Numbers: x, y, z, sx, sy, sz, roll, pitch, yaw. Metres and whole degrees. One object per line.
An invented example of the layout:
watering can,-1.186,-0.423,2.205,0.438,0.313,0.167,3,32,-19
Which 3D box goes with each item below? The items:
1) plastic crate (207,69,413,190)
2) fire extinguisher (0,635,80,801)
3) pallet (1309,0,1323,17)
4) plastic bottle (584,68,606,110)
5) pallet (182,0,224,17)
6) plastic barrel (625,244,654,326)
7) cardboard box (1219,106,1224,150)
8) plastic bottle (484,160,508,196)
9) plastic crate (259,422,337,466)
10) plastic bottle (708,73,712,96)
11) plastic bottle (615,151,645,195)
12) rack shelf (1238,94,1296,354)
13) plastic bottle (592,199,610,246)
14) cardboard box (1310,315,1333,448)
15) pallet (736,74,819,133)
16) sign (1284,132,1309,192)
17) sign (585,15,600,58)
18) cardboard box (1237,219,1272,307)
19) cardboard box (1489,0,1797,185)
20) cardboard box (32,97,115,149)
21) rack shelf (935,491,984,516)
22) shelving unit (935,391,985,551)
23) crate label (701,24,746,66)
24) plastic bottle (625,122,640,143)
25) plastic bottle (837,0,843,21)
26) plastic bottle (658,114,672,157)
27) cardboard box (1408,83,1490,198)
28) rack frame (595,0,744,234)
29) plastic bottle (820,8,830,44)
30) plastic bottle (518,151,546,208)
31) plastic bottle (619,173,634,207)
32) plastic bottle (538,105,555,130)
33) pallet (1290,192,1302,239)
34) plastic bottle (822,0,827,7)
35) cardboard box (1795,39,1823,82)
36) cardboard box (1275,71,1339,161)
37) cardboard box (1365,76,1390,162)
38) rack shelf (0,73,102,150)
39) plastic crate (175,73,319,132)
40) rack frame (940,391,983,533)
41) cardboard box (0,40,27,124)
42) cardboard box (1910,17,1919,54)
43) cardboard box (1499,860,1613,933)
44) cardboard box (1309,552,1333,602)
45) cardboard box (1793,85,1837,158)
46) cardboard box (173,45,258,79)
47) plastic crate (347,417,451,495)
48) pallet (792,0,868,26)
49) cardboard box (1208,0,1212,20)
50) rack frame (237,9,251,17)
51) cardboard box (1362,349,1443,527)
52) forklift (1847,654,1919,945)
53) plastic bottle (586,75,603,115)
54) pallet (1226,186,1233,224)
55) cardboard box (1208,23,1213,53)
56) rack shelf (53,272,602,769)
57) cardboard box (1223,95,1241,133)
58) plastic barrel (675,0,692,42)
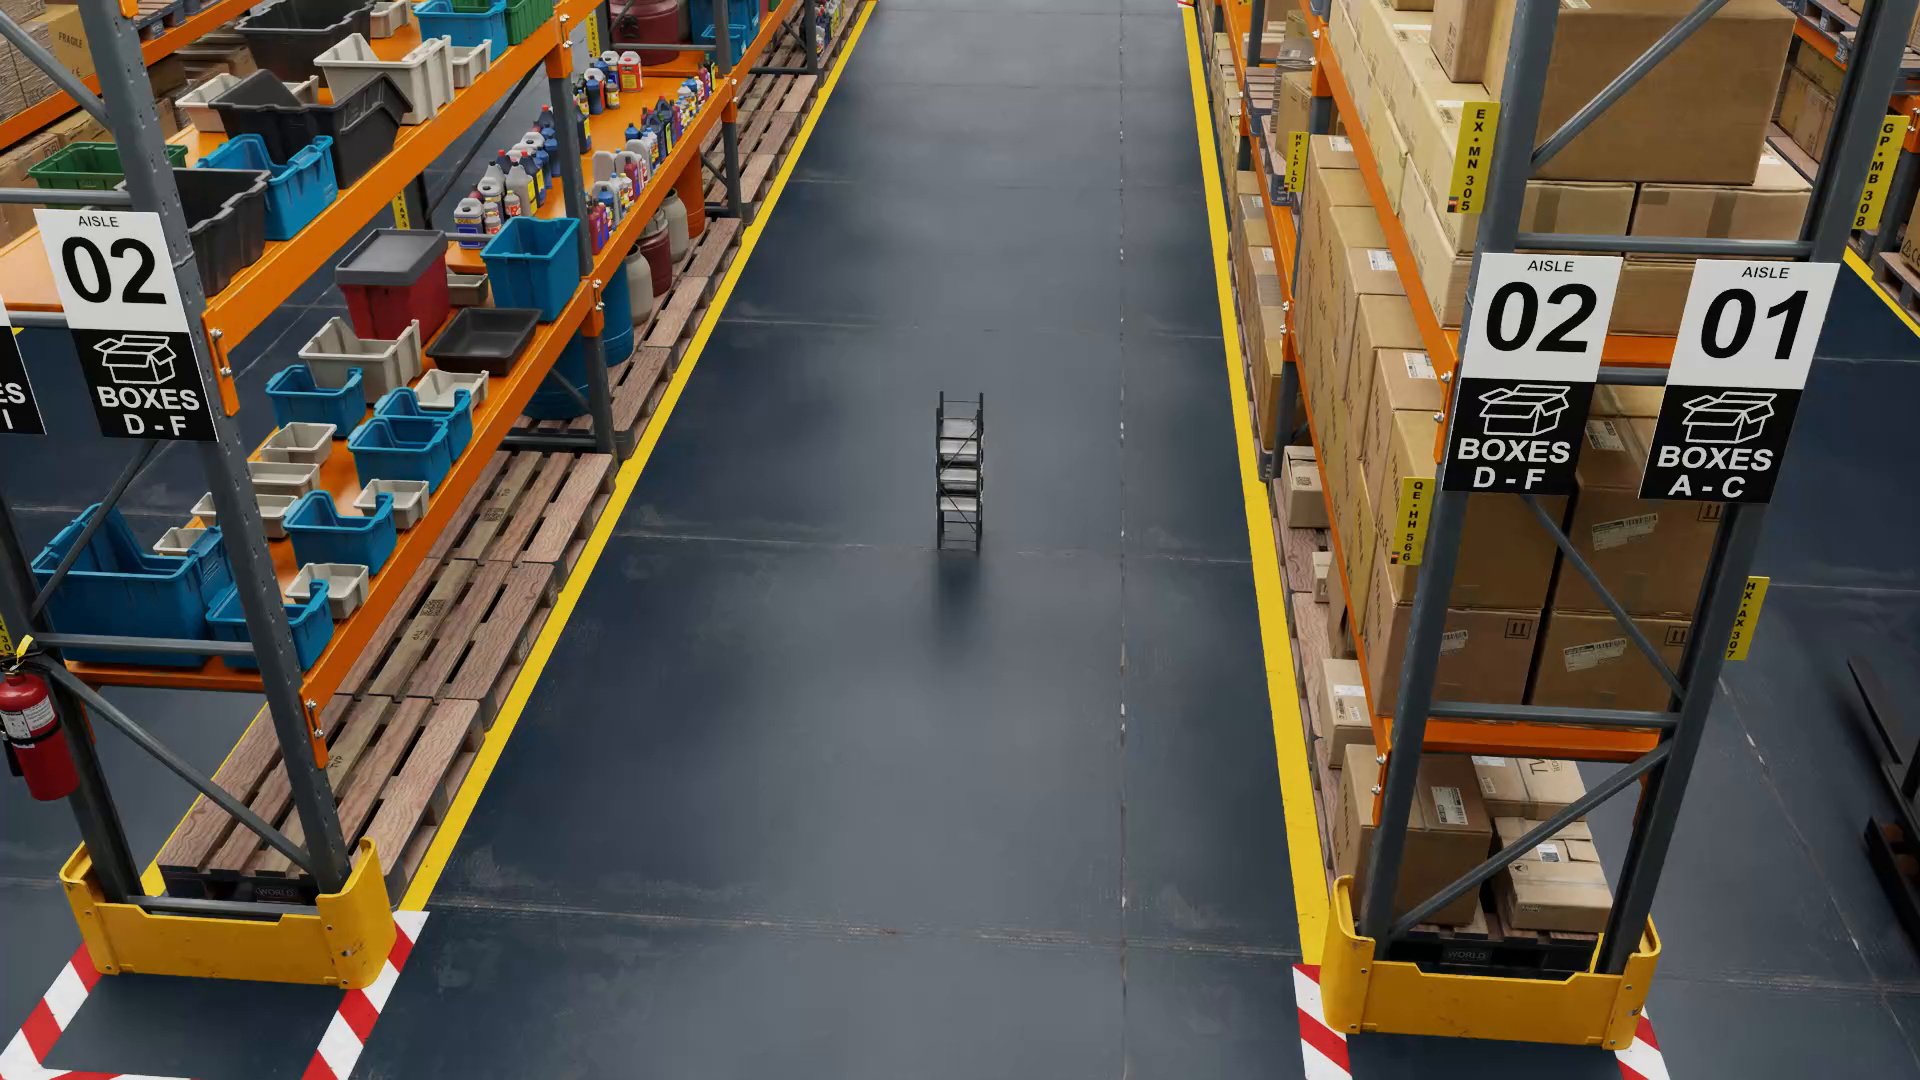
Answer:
plastic crate,-2.528,-1.648,6.546,0.504,0.338,0.767,2,32,4
fire extinguisher,-3.391,0.641,6.061,0.296,0.674,0.183,2,32,4
pallet,2.459,-3.024,8.898,1.213,0.211,1.003,2,32,4
plastic bottle,-2.670,-3.287,12.123,0.152,0.276,0.135,2,32,4
pallet,-7.091,-4.961,14.903,1.003,0.211,1.213,2,32,4
plastic barrel,-2.347,-1.767,11.510,0.421,0.512,0.421,0,32,0
cardboard box,2.583,-3.676,14.856,0.500,0.250,0.500,3,32,5
plastic bottle,-2.852,-2.176,10.249,0.144,0.351,0.185,2,32,4
plastic crate,-2.998,-0.411,7.533,0.298,0.136,0.250,2,32,4
plastic bottle,-1.910,-3.420,12.410,0.097,0.201,0.097,0,32,0
plastic bottle,-2.108,-2.359,10.618,0.152,0.276,0.135,2,32,4
rack shelf,2.499,-2.228,10.973,1.077,0.370,4.000,2,32,4
plastic bottle,-2.135,-1.896,9.859,0.061,0.283,0.133,2,32,4
cardboard box,1.941,-0.747,7.788,0.500,0.500,0.500,2,32,4
pallet,-1.974,-4.286,16.284,1.003,0.211,1.213,2,32,4
sign,1.783,-2.003,8.818,0.100,0.325,0.005,2,32,4
sign,-2.824,-3.883,12.817,0.100,0.325,0.005,2,32,4
cardboard box,2.257,-1.942,11.785,0.500,0.500,0.500,2,32,3
cardboard box,2.036,-1.412,5.054,0.700,0.500,0.500,2,32,4
cardboard box,-7.288,-2.920,13.034,1.225,0.875,0.875,1,32,2
rack shelf,-0.001,-0.197,9.399,0.258,0.077,0.200,2,32,4
shelving unit,-0.001,-0.379,9.287,0.258,0.900,0.210,2,32,4
crate label,-1.867,-3.927,13.203,0.303,0.233,0.416,2,32,4
plastic bottle,-2.180,-2.646,11.088,0.097,0.271,0.097,0,32,0
plastic bottle,-1.384,-5.895,18.414,0.152,0.276,0.135,3,32,4
plastic bottle,-2.002,-2.750,11.245,0.061,0.283,0.133,2,32,4
cardboard box,1.838,-1.364,5.692,0.500,0.250,0.500,2,32,4
rack frame,-2.275,-3.794,12.827,1.000,3.000,0.127,2,32,4
plastic bottle,-1.455,-5.448,17.617,0.144,0.351,0.185,1,32,2
plastic bottle,-2.693,-2.266,10.396,0.144,0.351,0.185,2,32,4
plastic bottle,-2.101,-2.196,10.424,0.097,0.201,0.097,0,32,0
plastic bottle,-2.762,-2.752,11.184,0.144,0.351,0.185,2,32,4
pallet,2.510,-1.820,9.808,1.003,0.211,1.213,2,32,4
plastic bottle,-1.490,-5.902,18.419,0.061,0.283,0.133,2,32,4
cardboard box,7.849,-4.289,14.879,0.500,0.250,0.500,2,32,3
cardboard box,2.418,-2.636,10.454,0.700,0.500,0.500,-5,32,-9
cardboard box,1.926,-1.674,6.671,0.500,0.250,0.500,2,32,4
rack shelf,-7.374,-2.653,11.662,1.077,0.370,4.000,2,32,4
plastic crate,-3.005,-1.866,7.092,0.437,0.136,0.530,2,32,4
rack frame,0.008,-0.432,9.374,0.240,0.900,0.006,2,32,4
cardboard box,-7.090,-3.247,11.845,0.500,0.500,0.500,1,32,2
cardboard box,7.628,-3.847,12.398,0.700,0.500,0.500,-1,32,-2
cardboard box,2.387,1.425,6.657,0.380,0.149,0.250,2,32,4
cardboard box,2.026,0.193,8.639,0.380,0.166,0.250,2,32,4
cardboard box,7.808,-3.662,14.577,0.700,0.500,0.500,3,32,5
cardboard box,-7.060,-4.359,15.707,0.700,0.500,0.500,0,32,0
plastic crate,-2.471,-0.368,7.371,0.416,0.233,0.300,2,32,4
pallet,-1.654,-6.324,19.590,1.003,0.211,1.213,2,32,4
cardboard box,2.897,-5.774,17.546,0.500,0.500,0.500,2,32,4
rack frame,-6.886,-6.097,16.565,1.000,3.000,0.127,2,32,4
cardboard box,1.813,-0.374,6.230,0.500,0.500,0.500,3,32,5
forklift,4.487,0.317,6.221,1.130,2.935,3.031,4,32,7
plastic bottle,-2.646,-3.223,12.023,0.097,0.271,0.097,0,32,0
pallet,2.768,-2.822,13.908,1.003,0.211,1.213,2,32,4
cardboard box,2.858,-5.193,17.318,0.500,0.250,0.500,2,32,4
rack shelf,-2.763,-0.350,7.925,1.077,0.370,4.000,2,32,4
cardboard box,2.539,-3.648,14.276,0.500,0.311,0.500,2,32,4
plastic barrel,-2.404,-4.388,13.686,0.421,0.512,0.421,0,32,0
